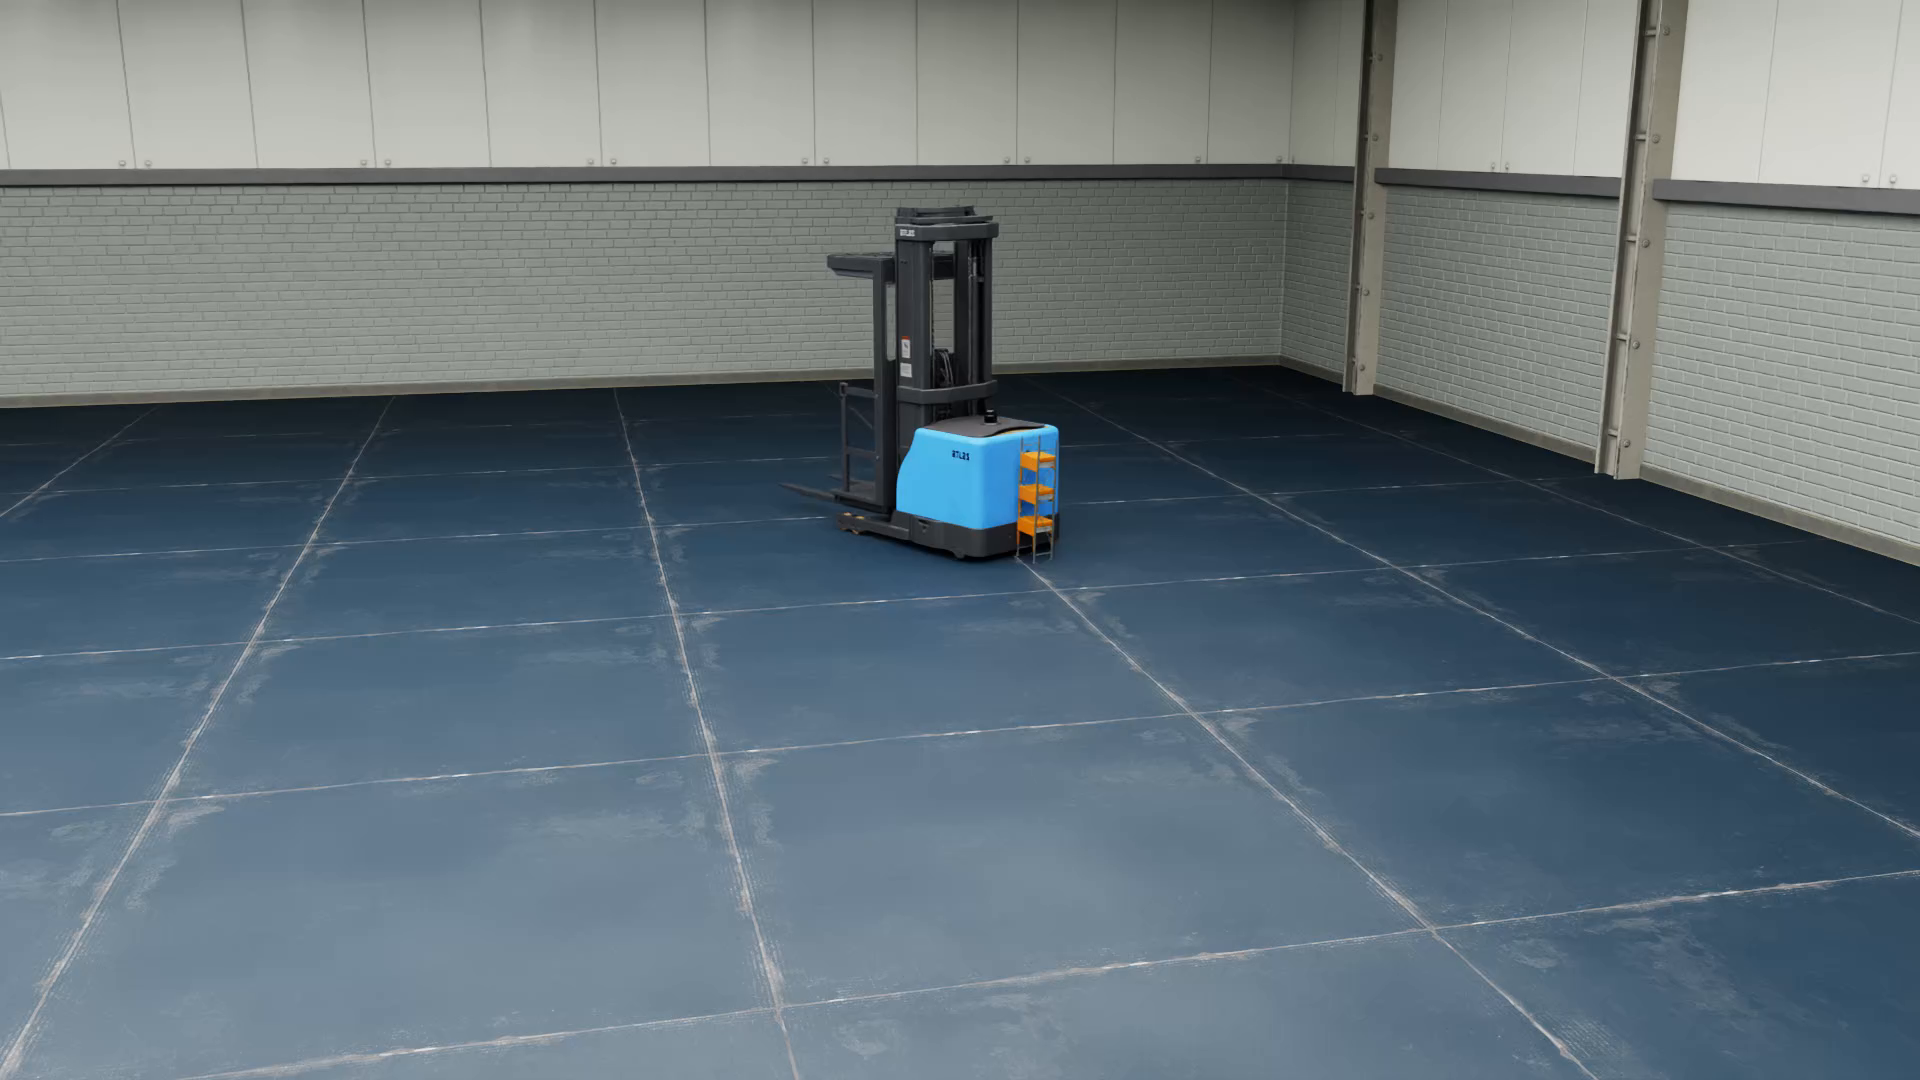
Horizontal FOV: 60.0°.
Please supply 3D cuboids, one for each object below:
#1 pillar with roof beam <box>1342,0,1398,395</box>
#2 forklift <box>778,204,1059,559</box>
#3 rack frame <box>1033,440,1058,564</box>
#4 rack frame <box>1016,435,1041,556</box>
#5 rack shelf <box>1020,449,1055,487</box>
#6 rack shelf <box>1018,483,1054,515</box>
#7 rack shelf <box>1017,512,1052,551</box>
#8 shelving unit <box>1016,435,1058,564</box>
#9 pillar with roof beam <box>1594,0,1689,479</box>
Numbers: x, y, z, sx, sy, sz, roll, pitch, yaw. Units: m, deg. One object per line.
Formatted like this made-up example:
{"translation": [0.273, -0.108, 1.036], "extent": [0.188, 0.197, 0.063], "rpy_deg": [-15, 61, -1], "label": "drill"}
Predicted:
{"translation": [1.432, -6.208, 21.377], "extent": [9.100, 9.000, 0.400], "rpy_deg": [-3, 14, -13], "label": "pillar with roof beam"}
{"translation": [-0.498, -1.548, 15.086], "extent": [1.130, 2.935, 3.031], "rpy_deg": [-13, 18, -42], "label": "forklift"}
{"translation": [0.721, -0.317, 14.014], "extent": [0.200, 1.050, 0.008], "rpy_deg": [-9, 19, -33], "label": "rack frame"}
{"translation": [0.586, -0.378, 14.208], "extent": [0.200, 1.050, 0.008], "rpy_deg": [-9, 19, -33], "label": "rack frame"}
{"translation": [0.661, -0.610, 14.035], "extent": [0.215, 0.259, 0.240], "rpy_deg": [-9, 19, -33], "label": "rack shelf"}
{"translation": [0.653, -0.337, 14.114], "extent": [0.215, 0.259, 0.240], "rpy_deg": [-9, 19, -33], "label": "rack shelf"}
{"translation": [0.645, -0.070, 14.191], "extent": [0.215, 0.259, 0.240], "rpy_deg": [-9, 19, -33], "label": "rack shelf"}
{"translation": [0.653, -0.347, 14.111], "extent": [0.215, 1.050, 0.252], "rpy_deg": [-9, 19, -33], "label": "shelving unit"}
{"translation": [2.841, -4.824, 15.711], "extent": [9.100, 9.000, 0.400], "rpy_deg": [-3, 14, -13], "label": "pillar with roof beam"}
